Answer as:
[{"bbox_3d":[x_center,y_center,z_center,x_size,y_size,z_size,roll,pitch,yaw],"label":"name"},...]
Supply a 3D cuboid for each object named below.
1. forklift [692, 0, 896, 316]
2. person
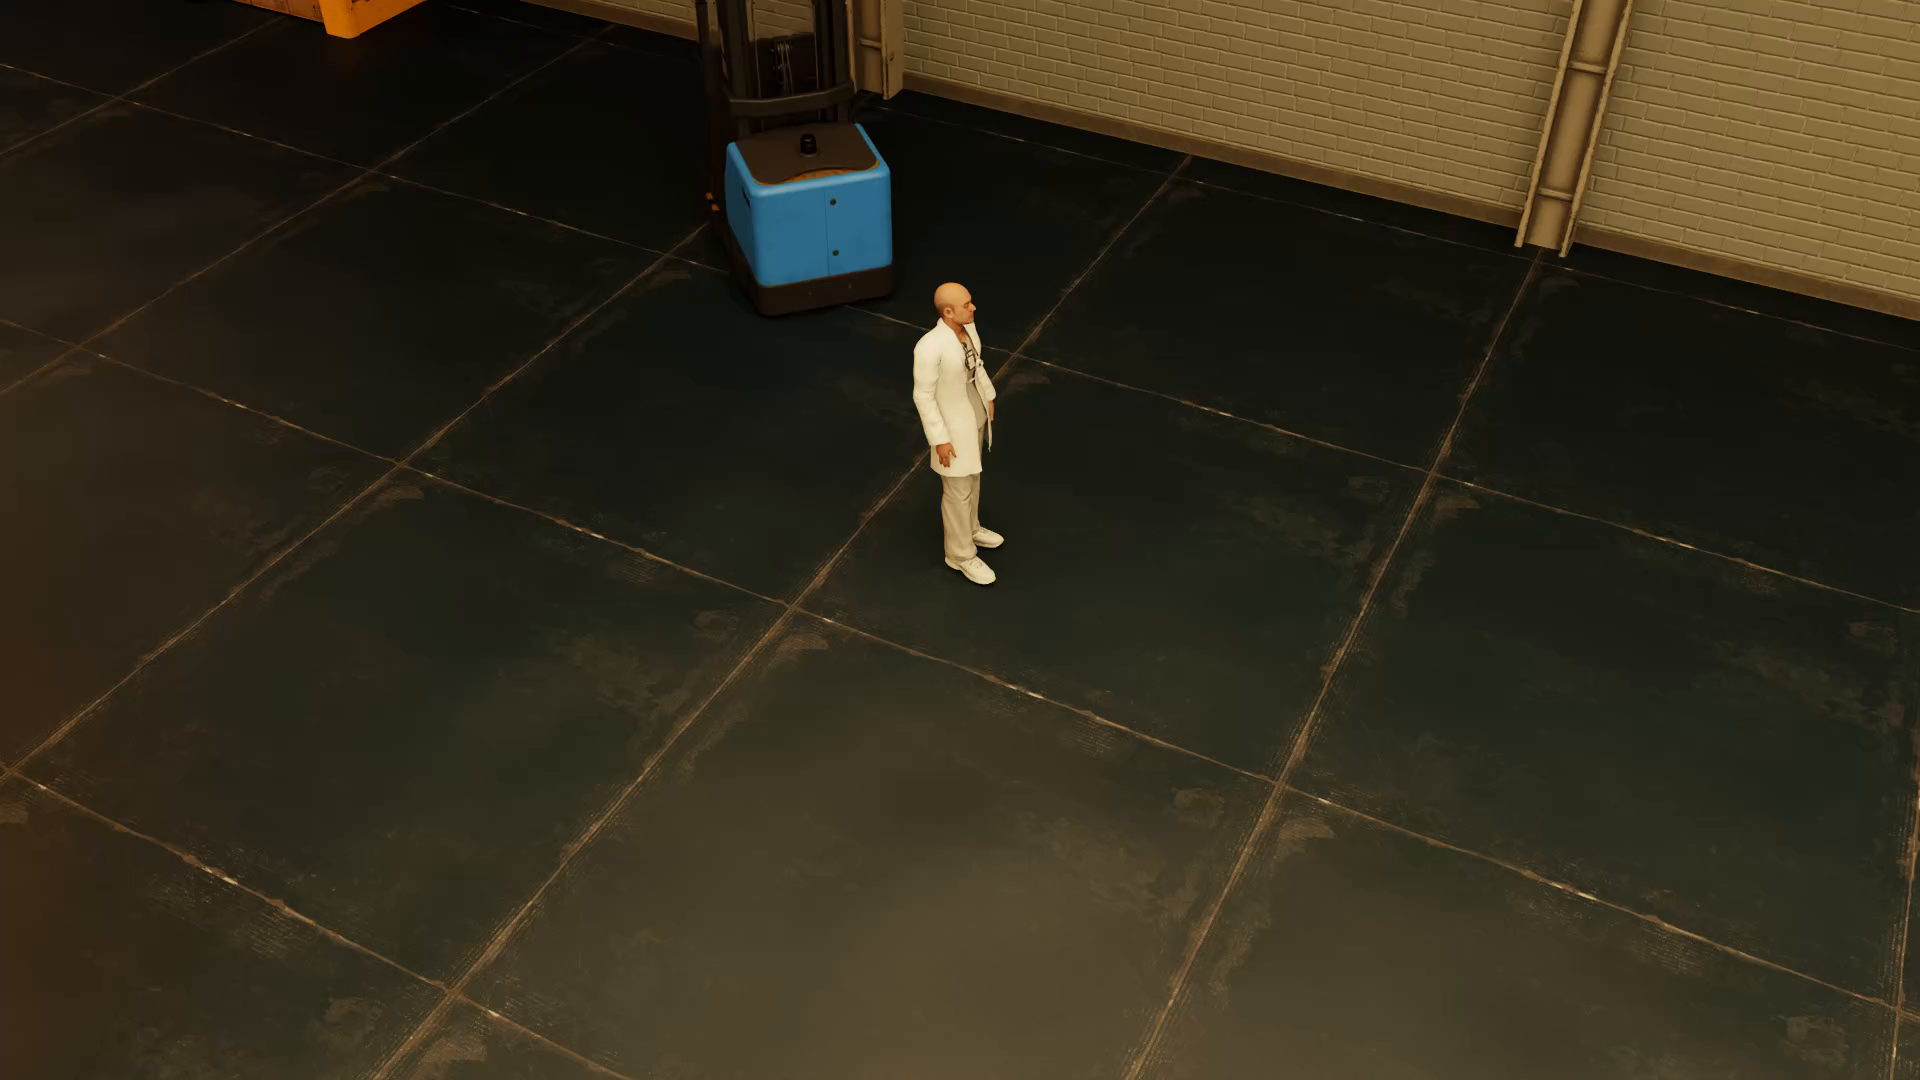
[{"bbox_3d":[-1.438,-3.708,12.389,1.130,2.935,3.031,-13,42,-14],"label":"forklift"},{"bbox_3d":[0.078,-0.656,9.650,0.581,1.775,0.694,18,43,21],"label":"person"}]
